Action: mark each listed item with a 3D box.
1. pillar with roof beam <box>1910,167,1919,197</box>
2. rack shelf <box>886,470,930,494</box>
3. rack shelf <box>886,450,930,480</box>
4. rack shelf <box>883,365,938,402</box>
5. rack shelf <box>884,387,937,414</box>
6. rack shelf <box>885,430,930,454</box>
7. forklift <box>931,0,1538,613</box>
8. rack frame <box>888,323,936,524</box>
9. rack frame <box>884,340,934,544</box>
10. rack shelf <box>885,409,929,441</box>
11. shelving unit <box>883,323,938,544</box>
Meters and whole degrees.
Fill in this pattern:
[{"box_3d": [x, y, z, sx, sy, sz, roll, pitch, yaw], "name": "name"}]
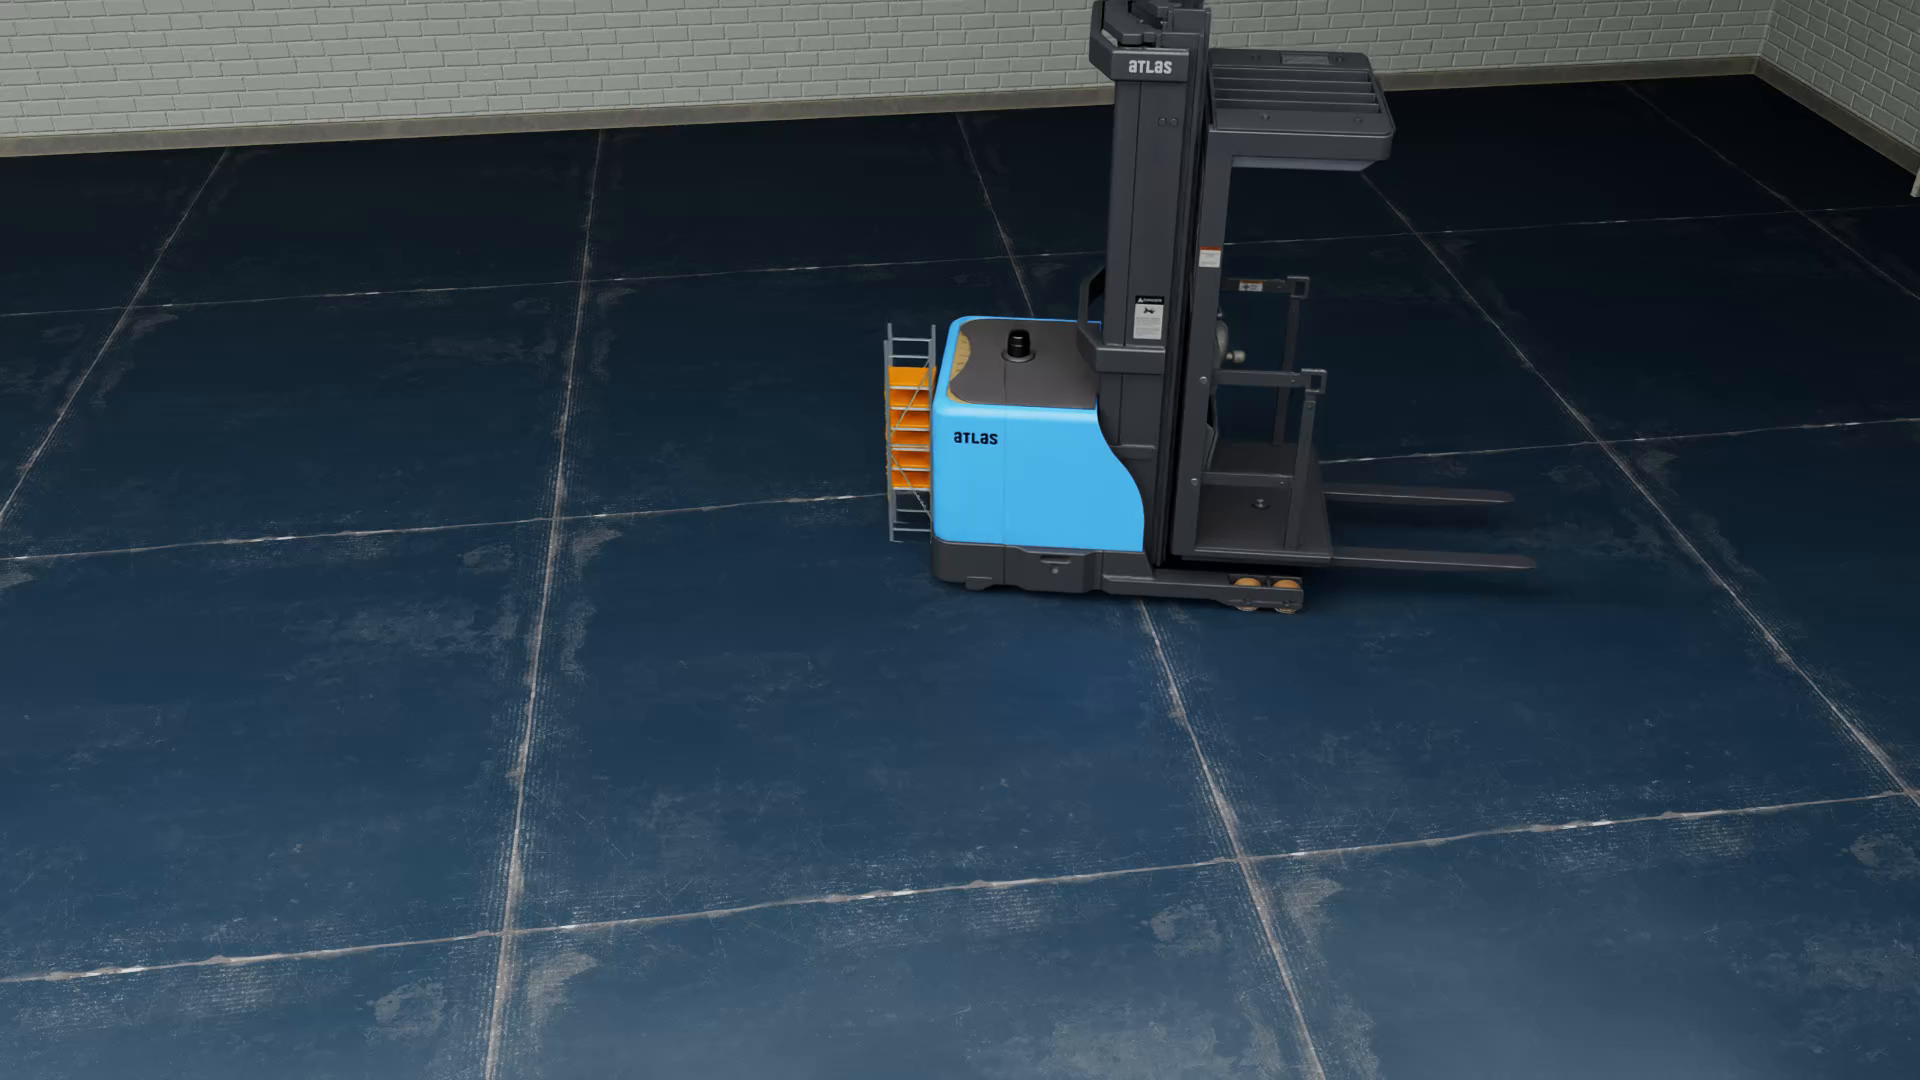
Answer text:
[{"box_3d": [3.213, -5.953, 9.623, 9.100, 9.000, 0.400, -4, 35, -6], "name": "pillar with roof beam"}, {"box_3d": [-0.248, -0.298, 8.756, 0.258, 0.103, 0.180, 2, 34, 3], "name": "rack shelf"}, {"box_3d": [-0.248, -0.398, 8.689, 0.258, 0.103, 0.180, 2, 34, 3], "name": "rack shelf"}, {"box_3d": [-0.248, -0.794, 8.418, 0.258, 0.103, 0.180, 2, 34, 3], "name": "rack shelf"}, {"box_3d": [-0.248, -0.695, 8.486, 0.258, 0.103, 0.180, 2, 34, 3], "name": "rack shelf"}, {"box_3d": [-0.248, -0.497, 8.621, 0.258, 0.103, 0.180, 2, 34, 3], "name": "rack shelf"}, {"box_3d": [1.403, -1.159, 7.977, 3.031, 2.935, 1.130, 3, 34, 4], "name": "forklift"}, {"box_3d": [-0.242, -0.585, 8.671, 0.240, 1.200, 0.006, 2, 34, 3], "name": "rack frame"}, {"box_3d": [-0.255, -0.482, 8.521, 0.240, 1.200, 0.006, 2, 34, 3], "name": "rack frame"}, {"box_3d": [-0.248, -0.596, 8.553, 0.258, 0.103, 0.180, 2, 34, 3], "name": "rack shelf"}, {"box_3d": [-0.248, -0.533, 8.596, 0.258, 1.200, 0.189, 2, 34, 3], "name": "shelving unit"}]
